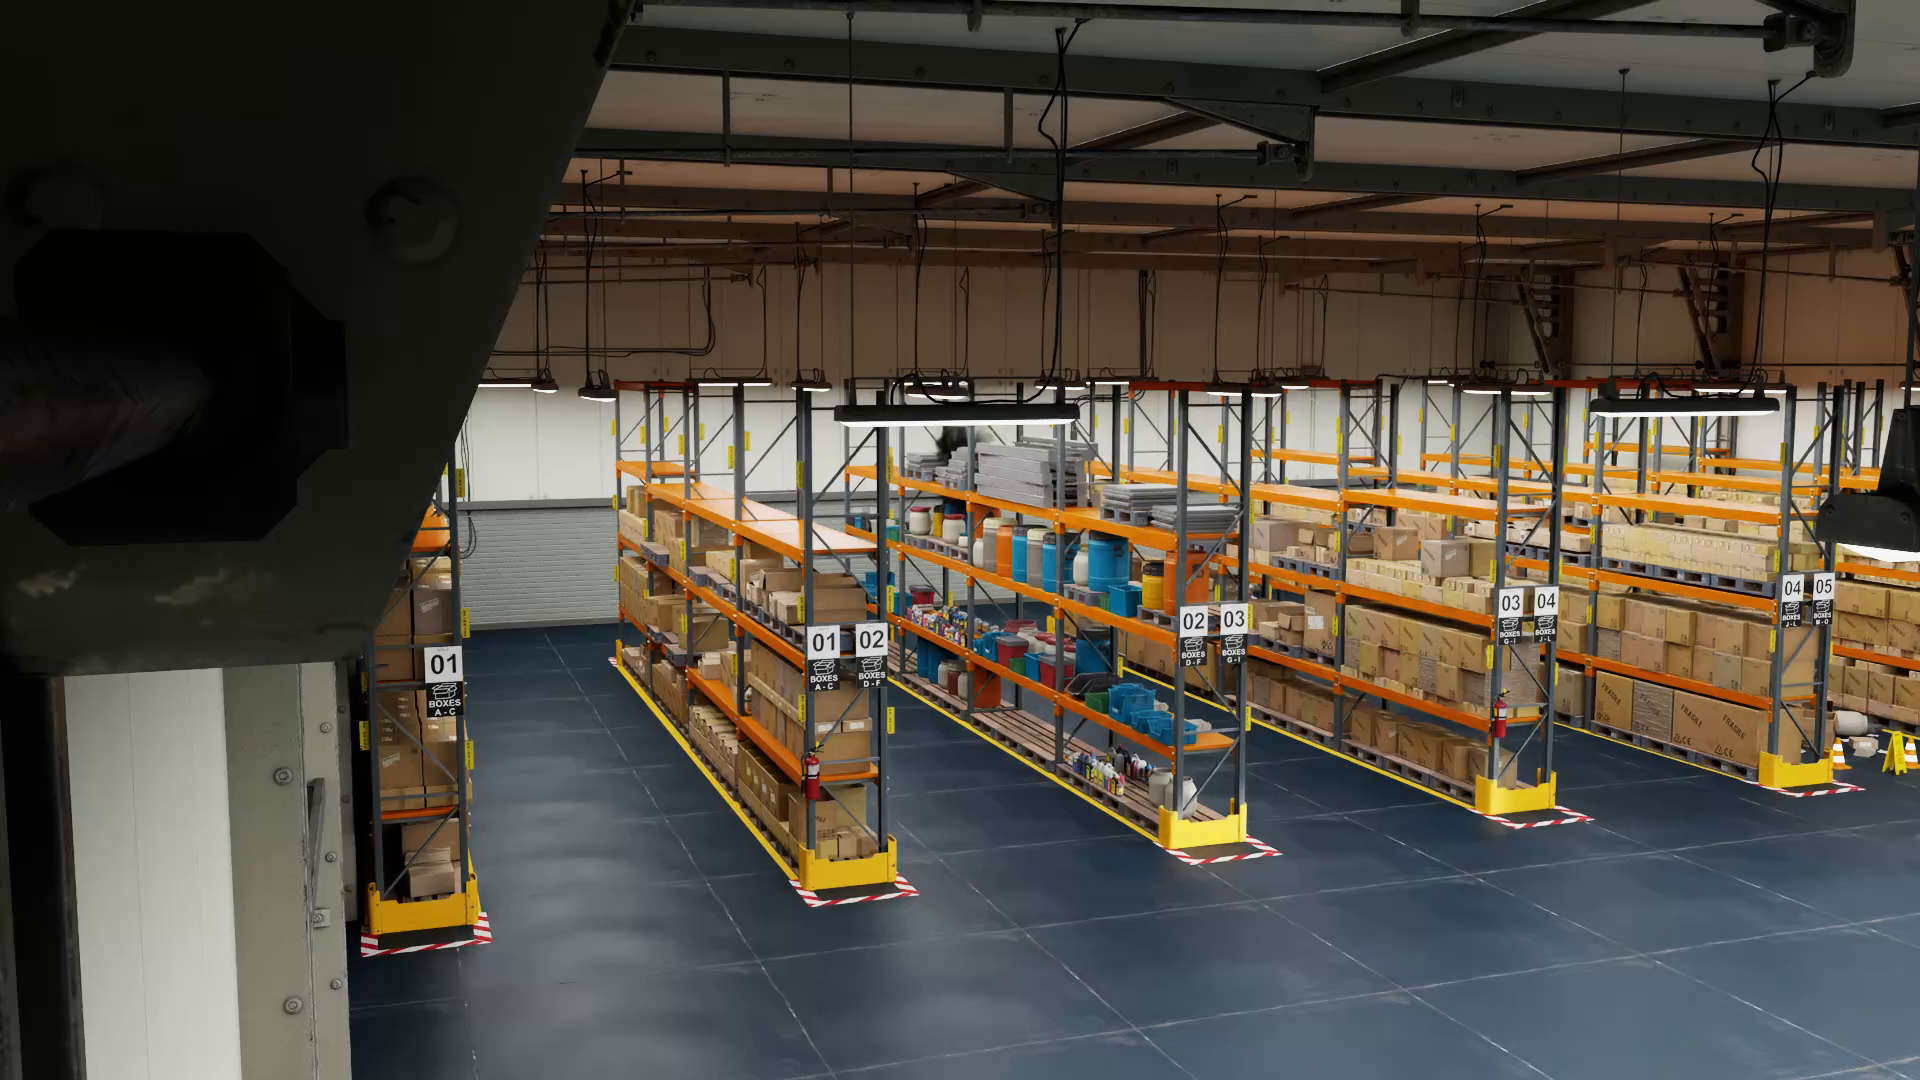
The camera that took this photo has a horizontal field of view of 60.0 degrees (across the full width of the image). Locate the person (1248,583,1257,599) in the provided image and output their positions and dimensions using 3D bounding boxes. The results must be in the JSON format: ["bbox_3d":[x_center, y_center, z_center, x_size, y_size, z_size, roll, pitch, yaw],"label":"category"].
[{"bbox_3d":[6.034,1.776,34.685,0.662,1.744,0.657,-3,7,-30],"label":"person"}]

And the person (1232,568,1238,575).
[{"bbox_3d":[7.017,1.148,41.220,0.618,1.696,0.586,-3,7,-25],"label":"person"}]
